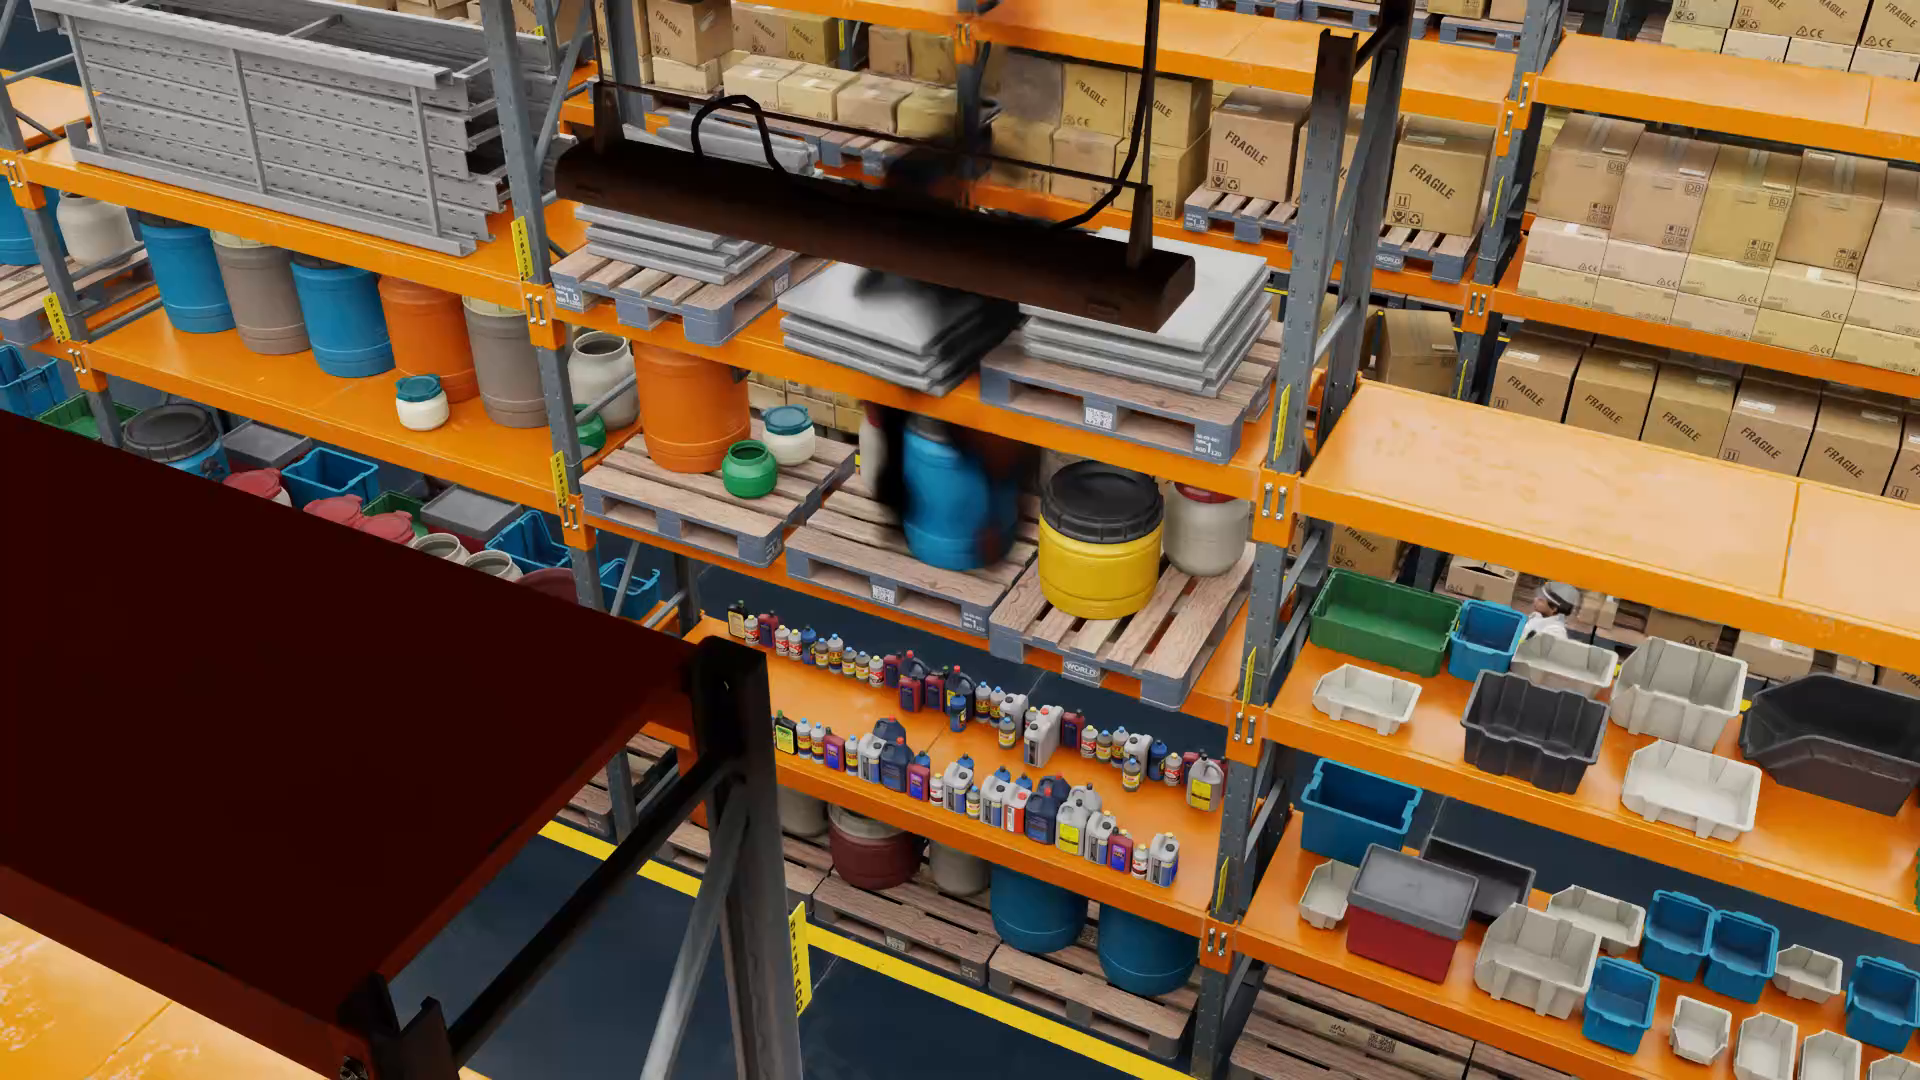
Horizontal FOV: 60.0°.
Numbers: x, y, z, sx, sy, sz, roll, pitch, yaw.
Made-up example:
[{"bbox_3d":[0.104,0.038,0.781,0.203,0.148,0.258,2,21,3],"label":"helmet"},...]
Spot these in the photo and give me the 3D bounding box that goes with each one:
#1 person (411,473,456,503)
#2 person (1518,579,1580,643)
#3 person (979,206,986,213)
[{"bbox_3d":[-4.314,-0.920,13.691,0.915,1.699,0.667,14,37,18],"label":"person"},{"bbox_3d":[3.772,0.956,11.051,0.650,1.686,0.435,12,37,17],"label":"person"},{"bbox_3d":[0.123,-2.723,16.357,0.612,1.630,0.616,10,36,14],"label":"person"}]
